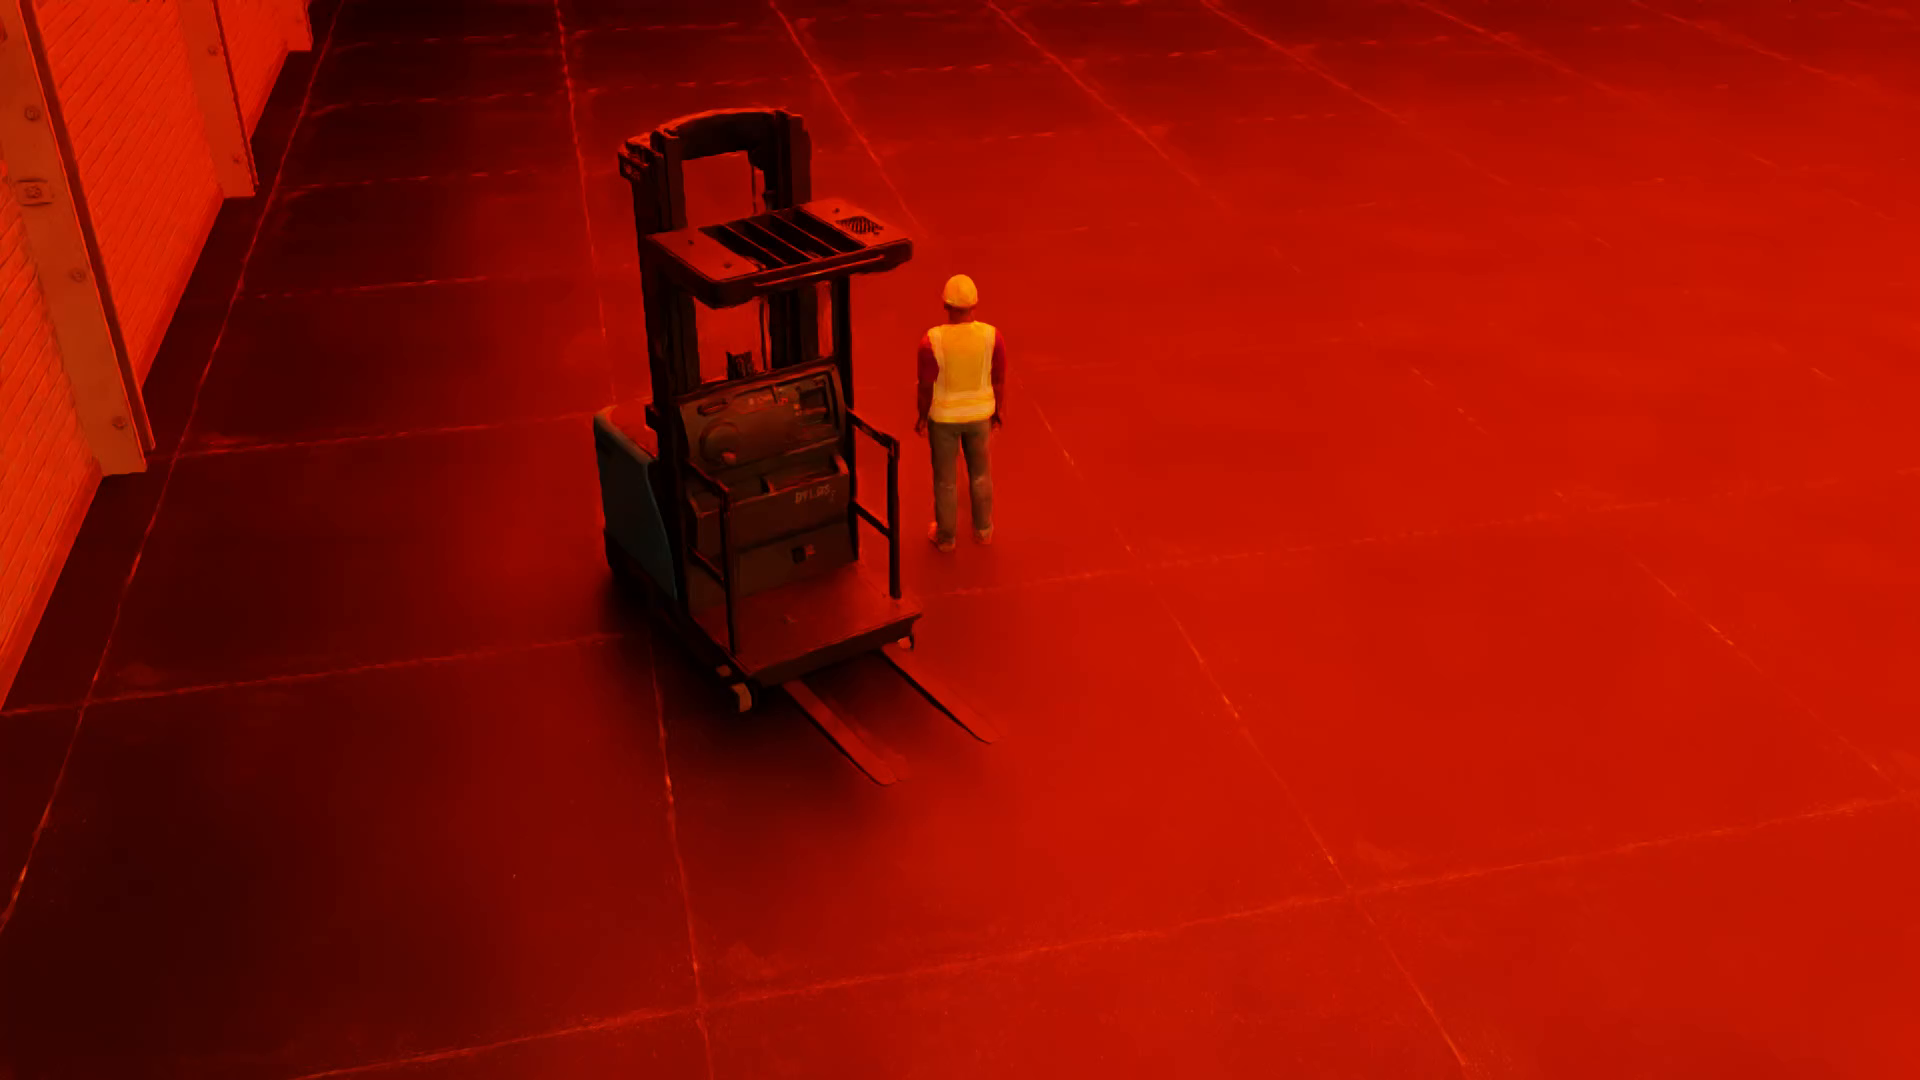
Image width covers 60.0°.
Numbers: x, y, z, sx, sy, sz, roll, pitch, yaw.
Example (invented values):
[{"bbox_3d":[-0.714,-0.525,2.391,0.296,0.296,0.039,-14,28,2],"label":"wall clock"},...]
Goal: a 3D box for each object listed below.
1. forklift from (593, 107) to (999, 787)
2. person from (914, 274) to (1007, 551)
[{"bbox_3d":[-0.918,-0.615,8.636,1.130,2.935,3.031,-18,35,-29],"label":"forklift"},{"bbox_3d":[-0.004,-0.771,10.068,0.559,1.771,0.367,-7,31,-12],"label":"person"}]
